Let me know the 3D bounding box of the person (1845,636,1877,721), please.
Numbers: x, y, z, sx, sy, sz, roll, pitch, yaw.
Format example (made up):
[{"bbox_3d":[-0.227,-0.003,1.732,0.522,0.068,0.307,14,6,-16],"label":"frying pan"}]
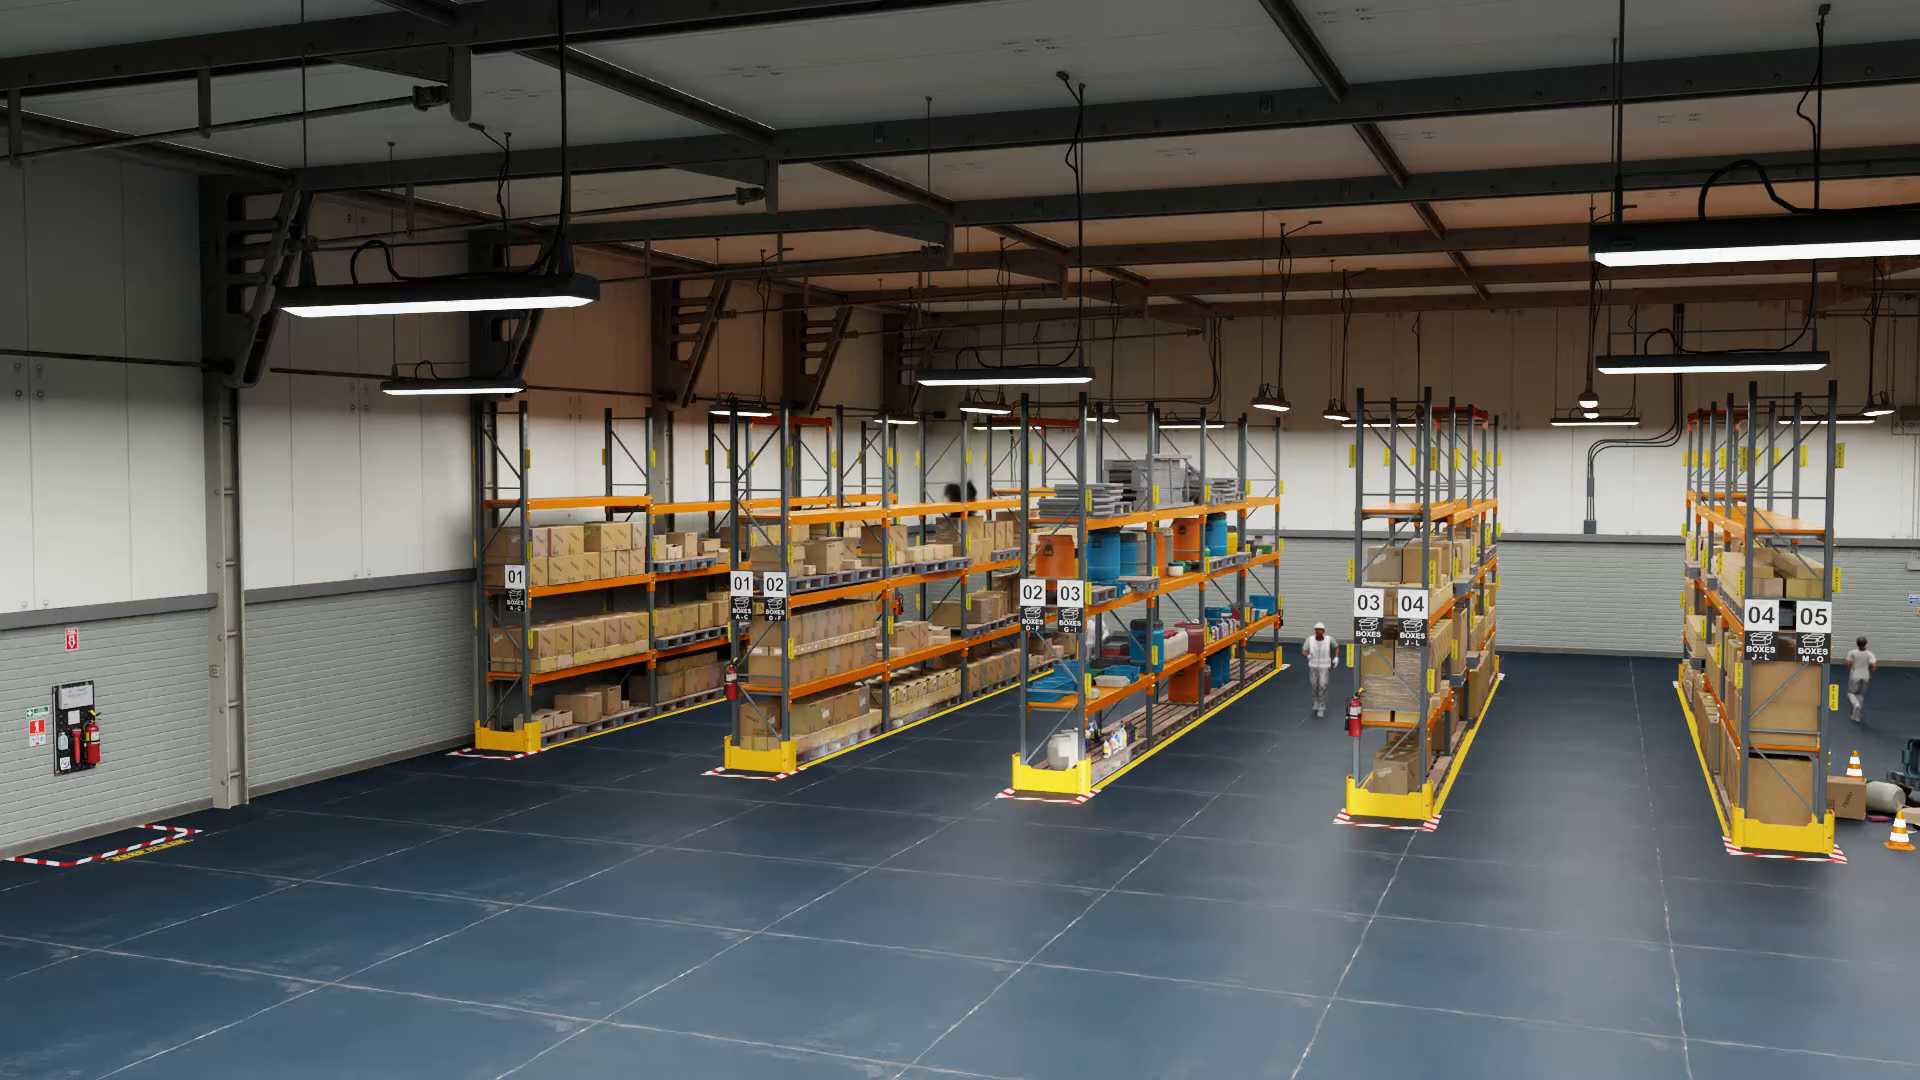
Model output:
[{"bbox_3d":[17.145,2.646,31.674,0.548,1.624,0.558,1,3,15],"label":"person"}]

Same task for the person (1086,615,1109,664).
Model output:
[{"bbox_3d":[3.029,2.357,37.446,0.668,1.658,0.523,1,3,17],"label":"person"}]

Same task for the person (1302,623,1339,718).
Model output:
[{"bbox_3d":[7.045,2.519,32.582,0.699,1.818,0.866,1,3,19],"label":"person"}]
